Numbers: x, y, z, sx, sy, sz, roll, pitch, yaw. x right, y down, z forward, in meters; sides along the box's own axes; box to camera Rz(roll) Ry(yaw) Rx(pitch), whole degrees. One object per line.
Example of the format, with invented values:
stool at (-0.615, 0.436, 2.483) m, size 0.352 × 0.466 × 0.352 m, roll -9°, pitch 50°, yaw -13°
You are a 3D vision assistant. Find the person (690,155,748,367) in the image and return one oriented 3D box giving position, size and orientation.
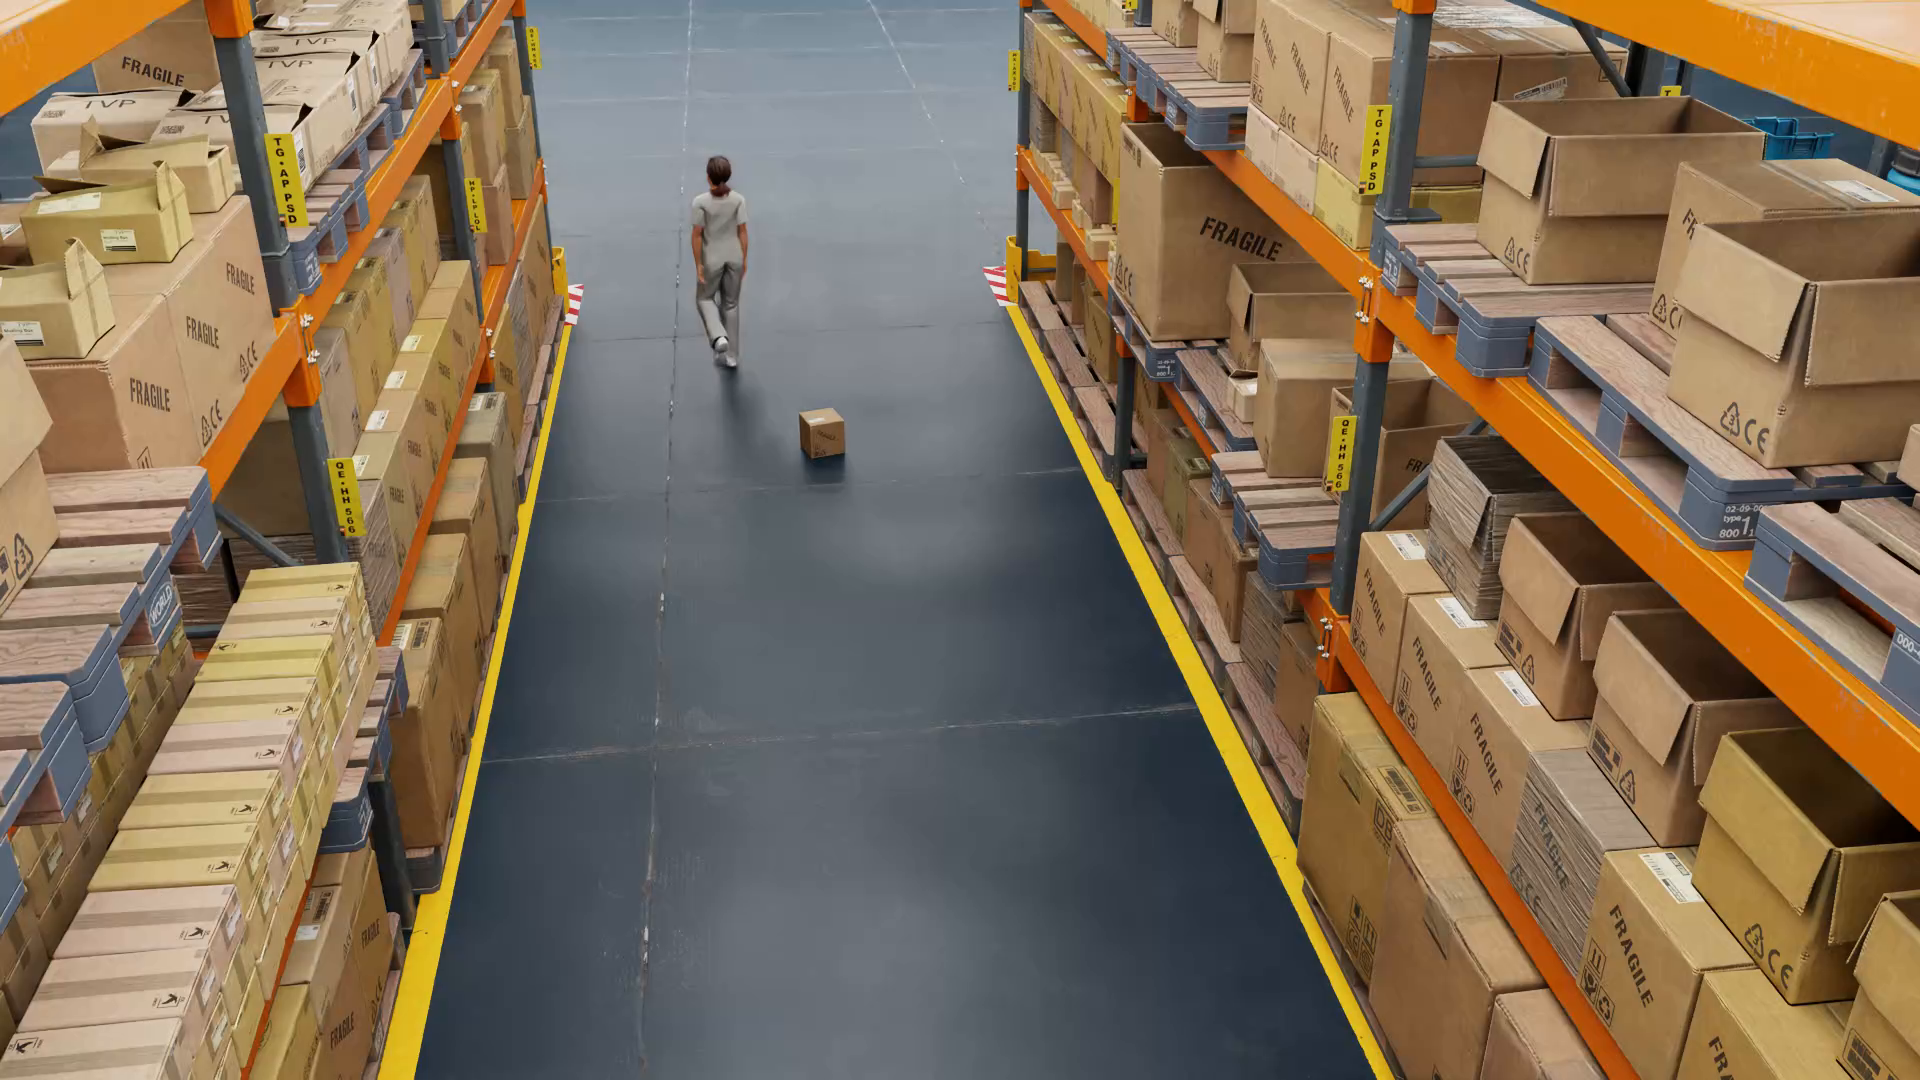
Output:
person at (-1.815, -2.104, 12.670) m, size 0.444 × 1.653 × 0.529 m, roll -9°, pitch 29°, yaw -16°
